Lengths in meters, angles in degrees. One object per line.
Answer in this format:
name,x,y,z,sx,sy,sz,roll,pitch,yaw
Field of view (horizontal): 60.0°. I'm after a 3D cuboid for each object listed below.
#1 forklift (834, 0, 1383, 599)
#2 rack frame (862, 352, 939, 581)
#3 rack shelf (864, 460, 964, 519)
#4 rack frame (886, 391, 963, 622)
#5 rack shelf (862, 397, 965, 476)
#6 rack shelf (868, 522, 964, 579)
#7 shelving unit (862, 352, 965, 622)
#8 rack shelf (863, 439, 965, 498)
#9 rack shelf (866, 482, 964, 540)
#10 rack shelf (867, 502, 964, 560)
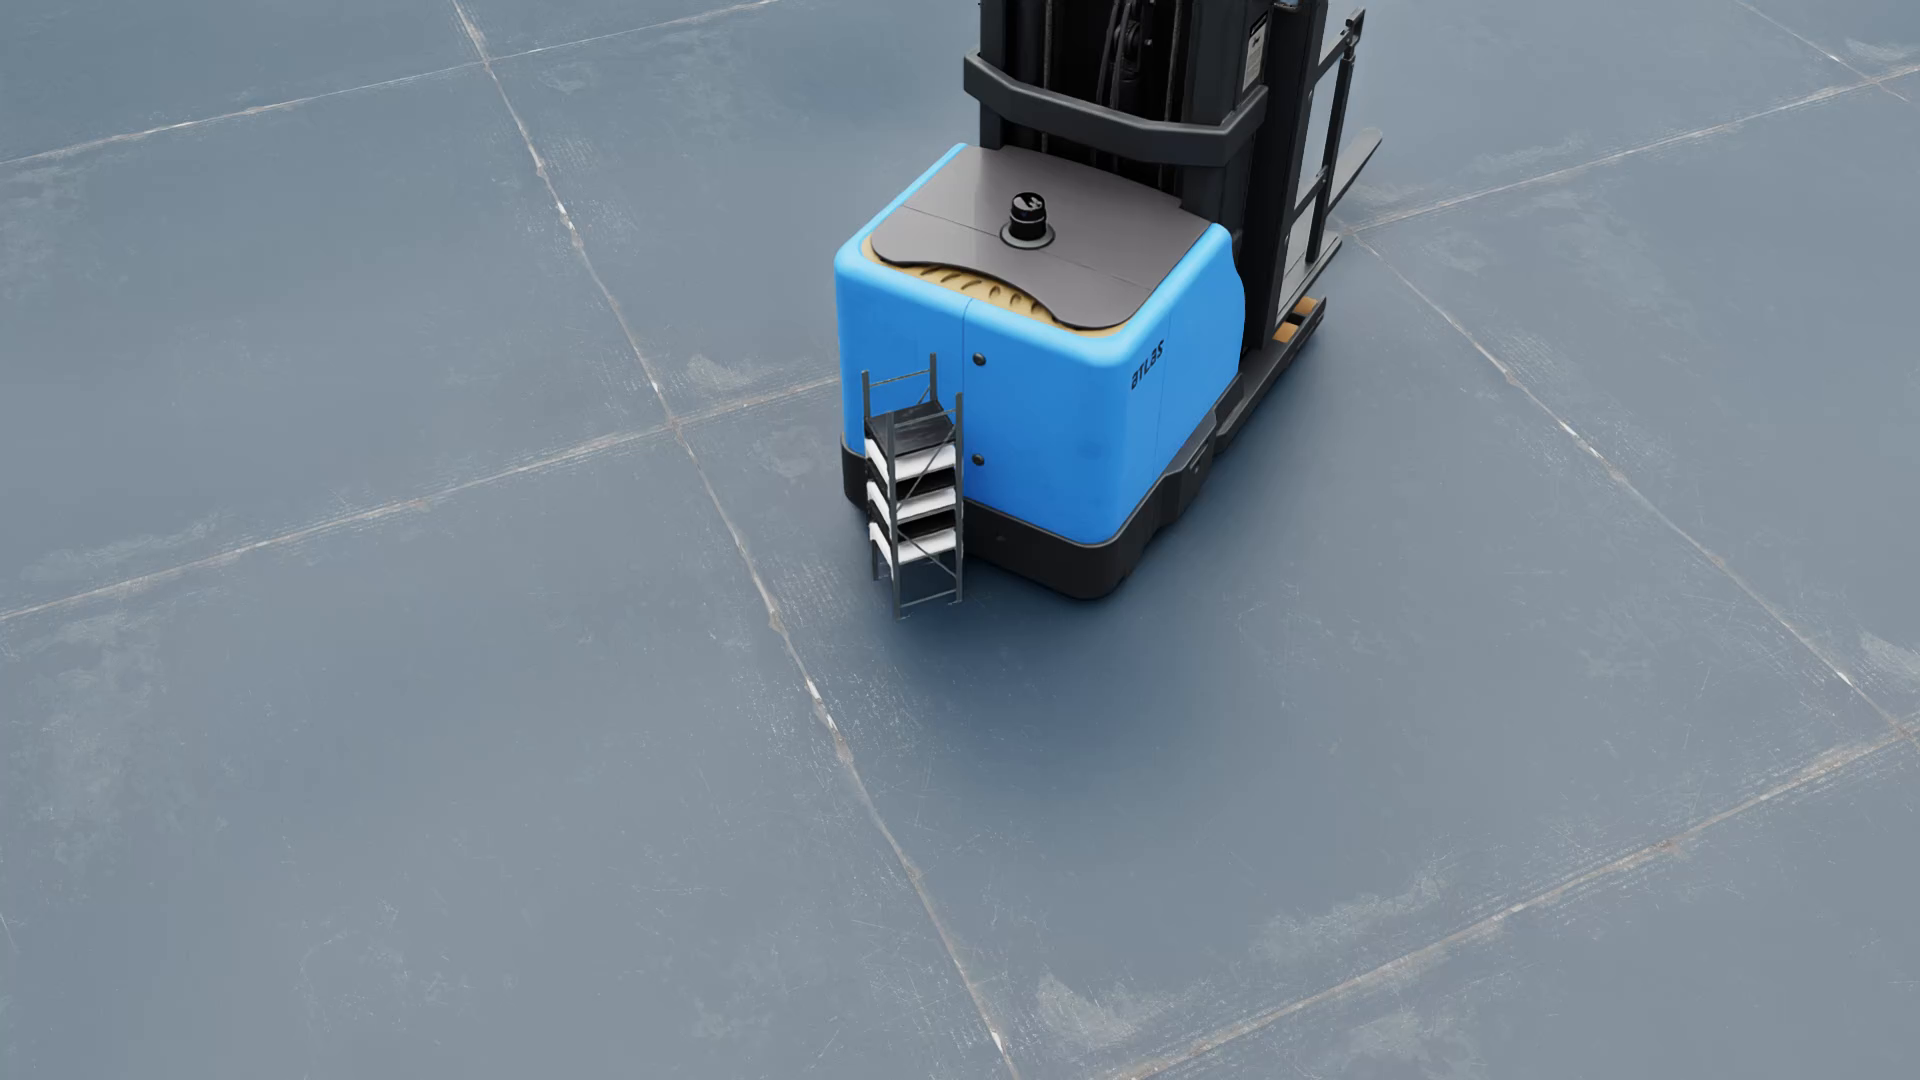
forklift,0.779,-1.873,5.561,1.130,2.935,3.031,23,49,21
rack frame,-0.183,-0.216,5.328,0.240,0.900,0.006,-16,47,-16
rack shelf,-0.144,-0.191,5.222,0.258,0.077,0.200,-16,47,-16
rack frame,-0.104,-0.084,5.195,0.240,0.900,0.006,-16,47,-16
rack shelf,-0.144,-0.319,5.095,0.258,0.077,0.200,-16,47,-16
rack shelf,-0.144,0.002,5.411,0.258,0.077,0.200,-16,47,-16
shelving unit,-0.144,-0.150,5.262,0.258,0.900,0.210,-16,47,-16
rack shelf,-0.144,-0.255,5.159,0.258,0.077,0.200,-16,47,-16
rack shelf,-0.144,-0.127,5.285,0.258,0.077,0.200,-16,47,-16
rack shelf,-0.144,-0.062,5.348,0.258,0.077,0.200,-16,47,-16
